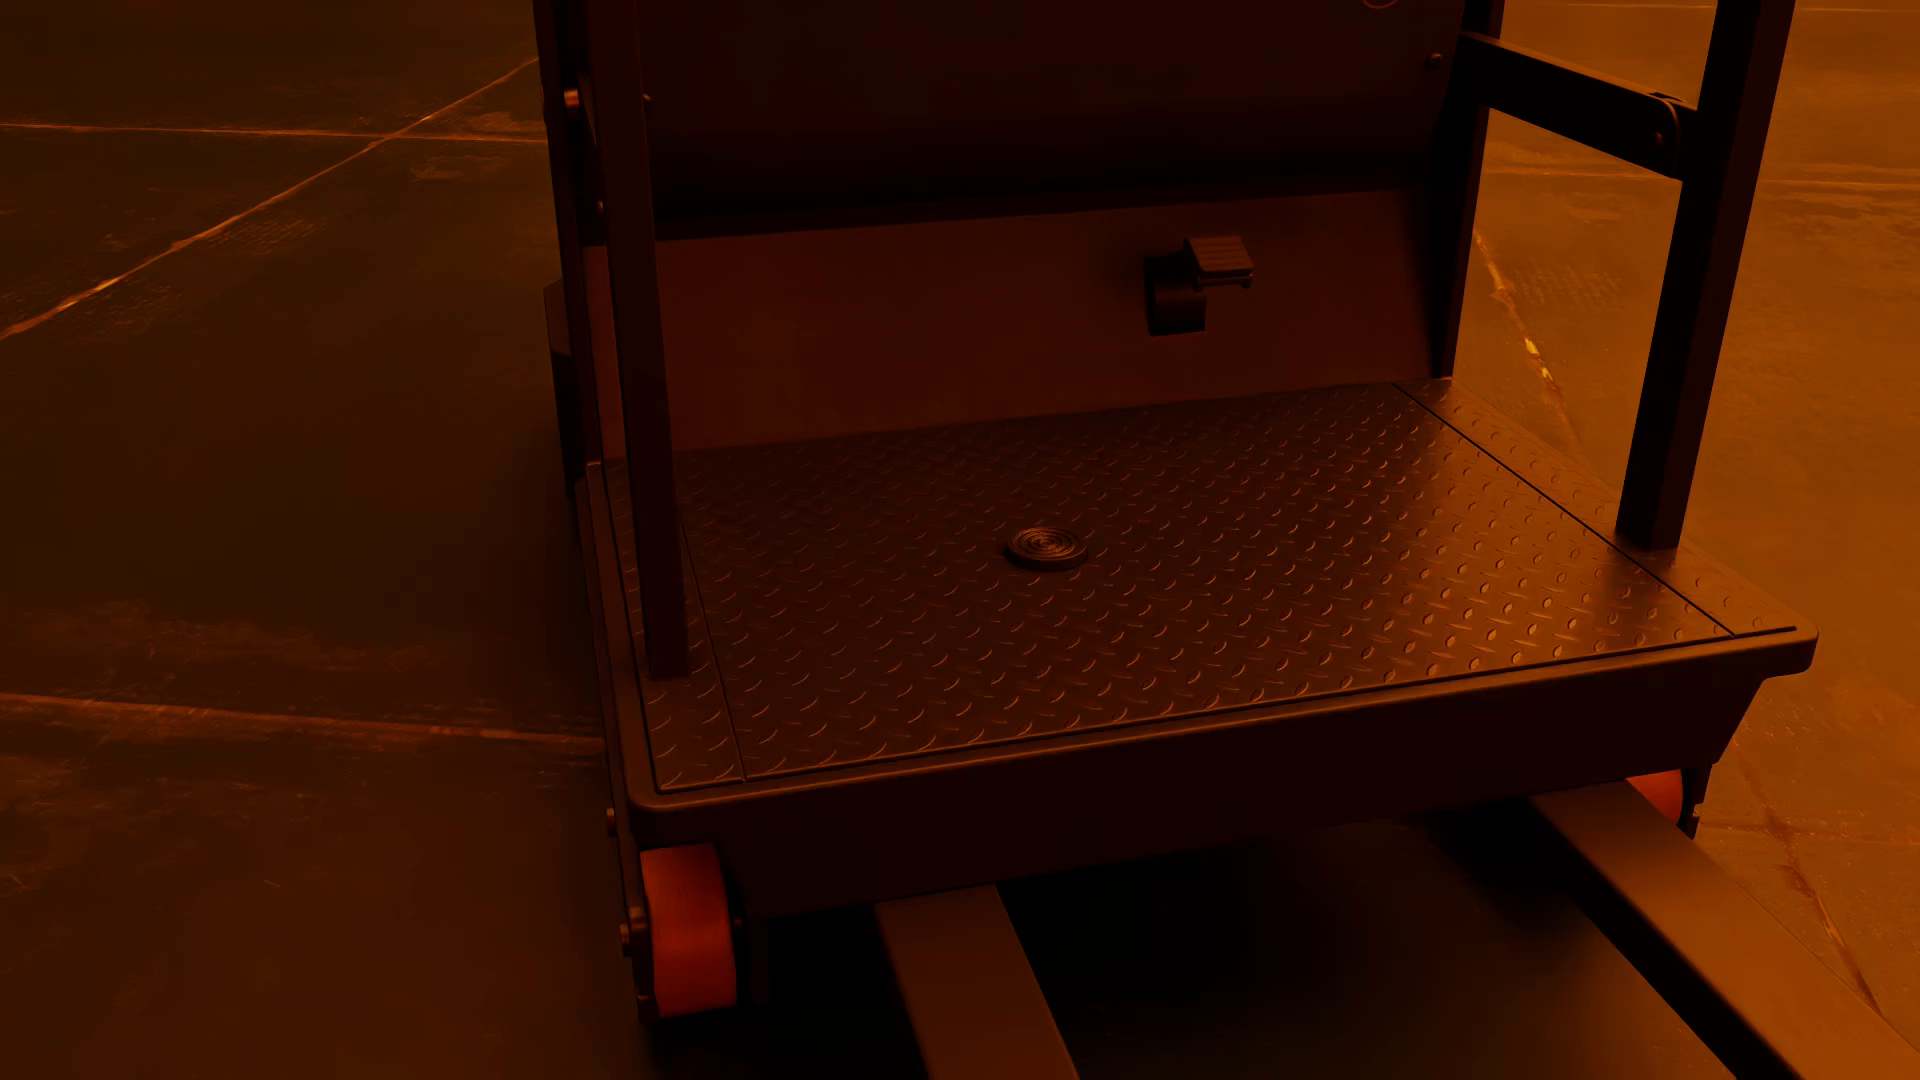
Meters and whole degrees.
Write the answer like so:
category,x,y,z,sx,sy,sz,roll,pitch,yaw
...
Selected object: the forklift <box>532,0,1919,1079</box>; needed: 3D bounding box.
category,x,y,z,sx,sy,sz,roll,pitch,yaw
forklift,0.153,-1.049,1.319,1.130,2.935,3.031,-7,27,-13
